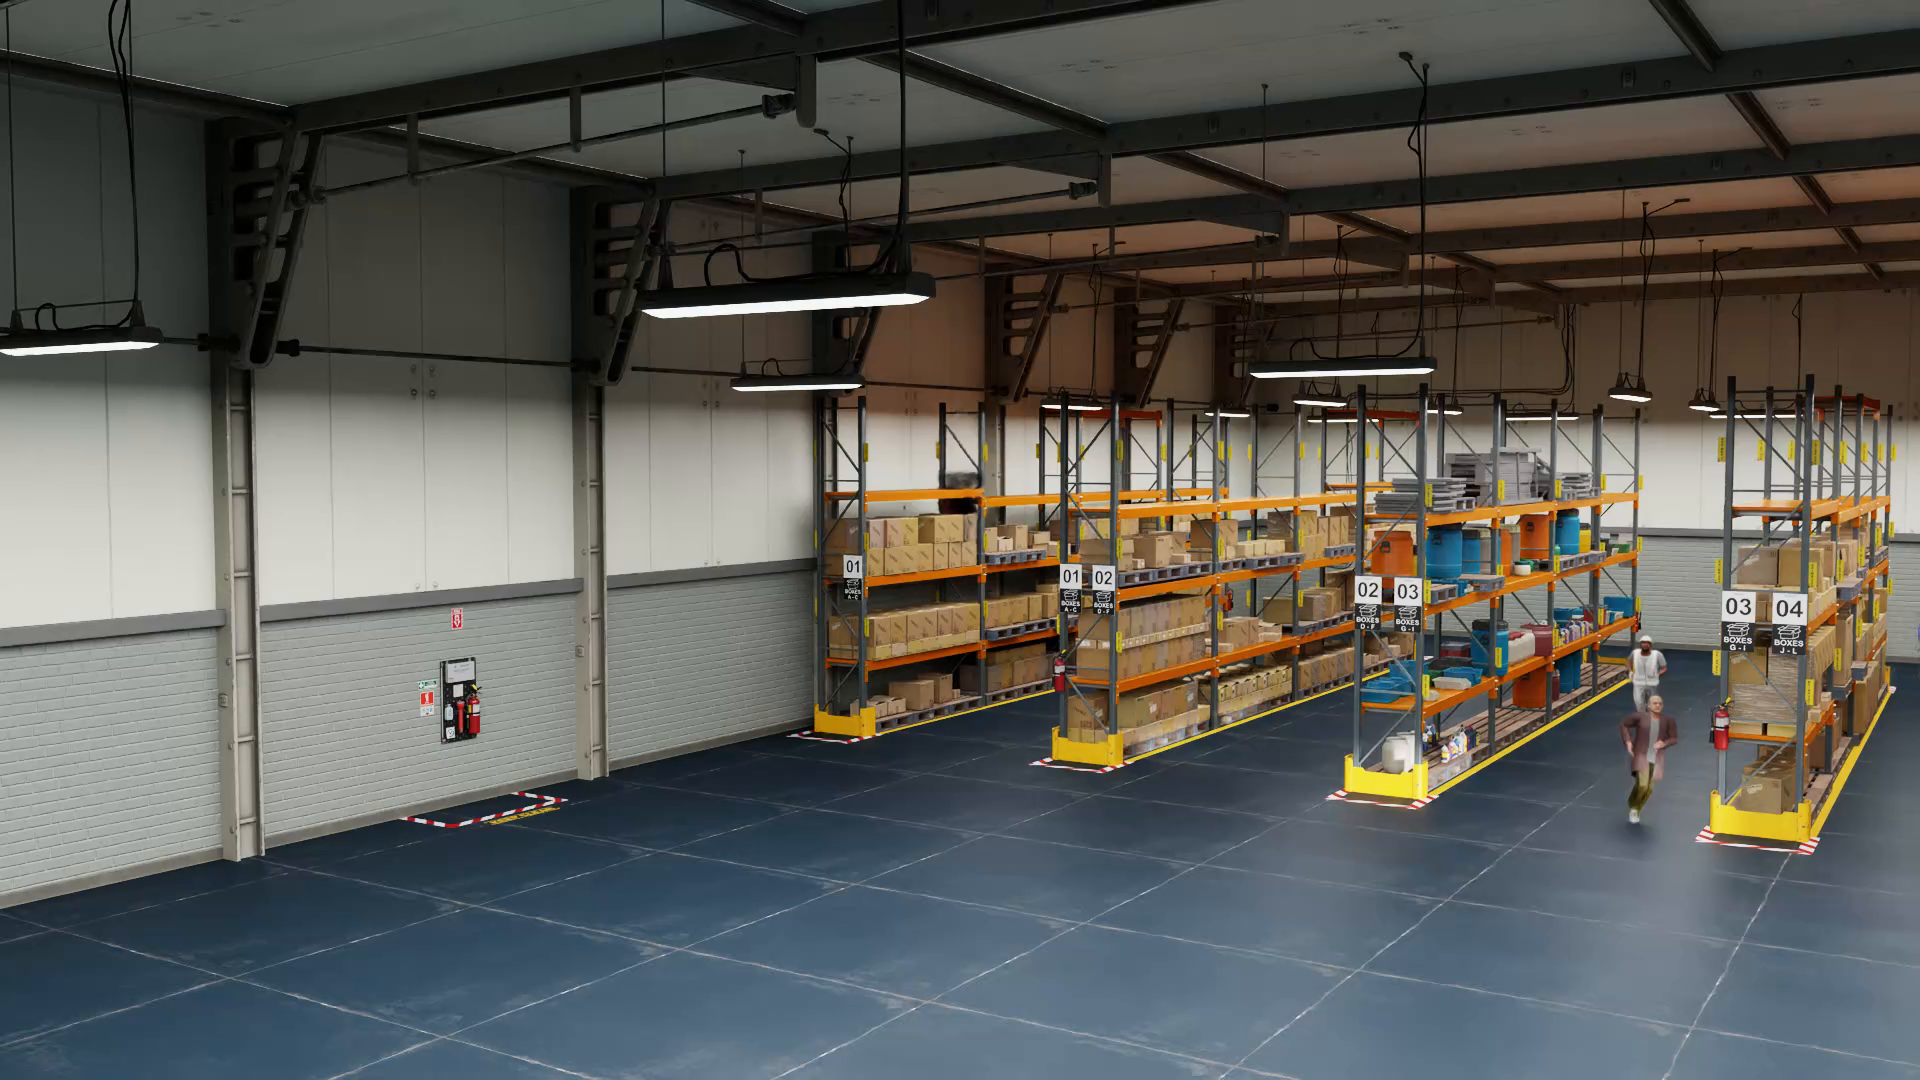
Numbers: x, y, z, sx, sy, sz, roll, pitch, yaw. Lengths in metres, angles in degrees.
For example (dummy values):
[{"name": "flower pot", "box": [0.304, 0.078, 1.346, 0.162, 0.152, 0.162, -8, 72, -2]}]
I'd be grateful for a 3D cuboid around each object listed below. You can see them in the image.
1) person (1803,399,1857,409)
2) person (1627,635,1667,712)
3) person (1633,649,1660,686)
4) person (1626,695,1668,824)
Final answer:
[{"name": "person", "box": [10.243, 0.267, 32.662, 13.584, 5.767, 3.760, 1, 3, 25]}, {"name": "person", "box": [12.156, 2.576, 29.419, 0.647, 1.785, 1.166, 1, 3, 20]}, {"name": "person", "box": [14.741, 3.119, 19.874, 6.087, 1.713, 19.470, 0, 3, 1]}, {"name": "person", "box": [9.283, 2.954, 22.381, 0.657, 1.750, 0.692, 0, 3, 5]}]
